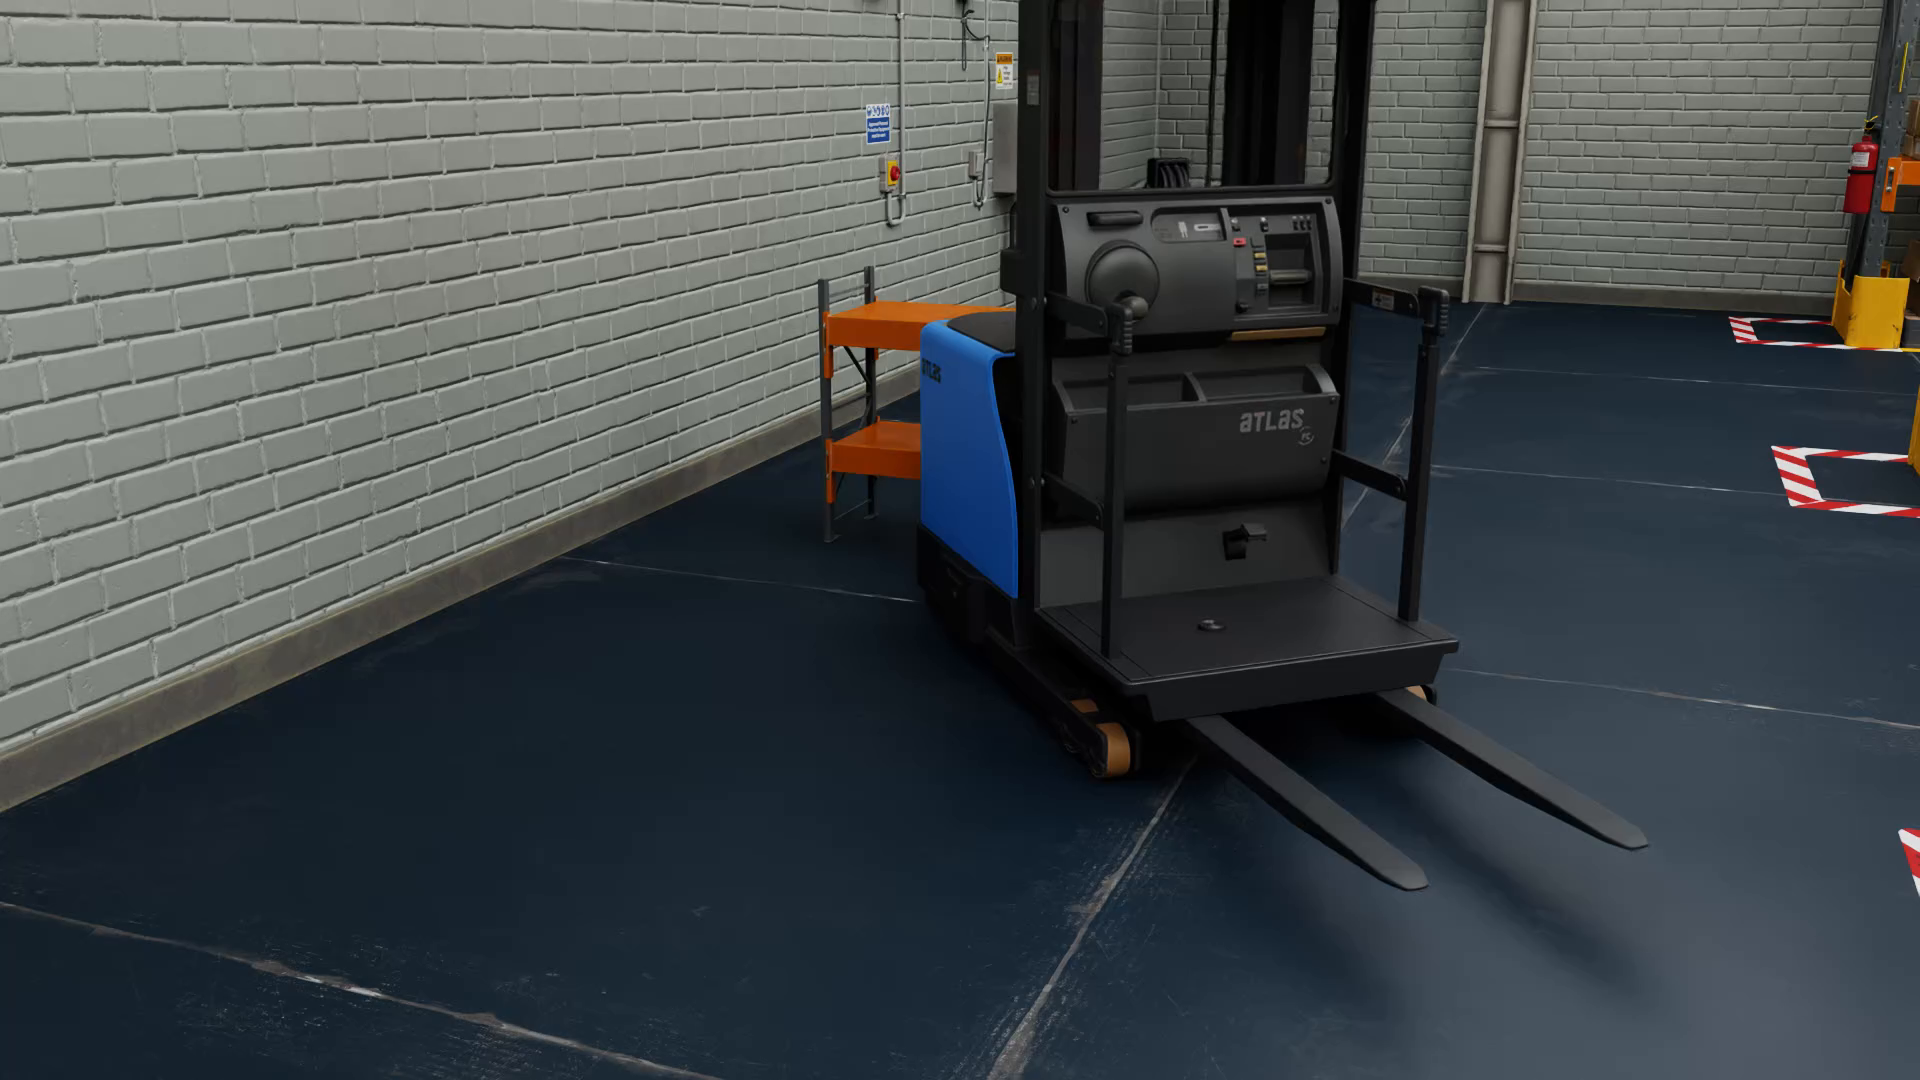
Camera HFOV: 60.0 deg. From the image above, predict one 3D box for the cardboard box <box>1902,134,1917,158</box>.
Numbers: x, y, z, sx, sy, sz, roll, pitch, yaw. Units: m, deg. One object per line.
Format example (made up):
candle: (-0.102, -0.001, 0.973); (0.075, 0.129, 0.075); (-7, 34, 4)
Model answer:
cardboard box: (7.087, -2.888, 12.193); (0.250, 0.149, 0.380); (6, 17, 20)

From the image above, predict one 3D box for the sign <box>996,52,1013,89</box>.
sign: (0.302, -3.190, 11.299); (0.001, 0.242, 0.339); (6, 17, 21)

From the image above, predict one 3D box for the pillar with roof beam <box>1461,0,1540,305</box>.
pillar with roof beam: (2.923, -5.247, 9.108); (0.400, 9.000, 9.100); (6, 17, 21)

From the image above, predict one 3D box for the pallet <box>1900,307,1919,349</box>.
pallet: (7.493, -1.545, 12.117); (1.213, 0.211, 1.003); (6, 17, 21)

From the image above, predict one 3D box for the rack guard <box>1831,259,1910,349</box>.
rack guard: (6.751, -1.765, 12.357); (0.348, 0.500, 1.175); (6, 17, 21)

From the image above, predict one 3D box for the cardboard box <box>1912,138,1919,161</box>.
cardboard box: (6.886, -2.748, 11.709); (0.250, 0.149, 0.380); (6, 17, 20)

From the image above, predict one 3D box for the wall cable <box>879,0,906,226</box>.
wall cable: (-0.391, -2.759, 9.419); (0.123, 1.953, 0.585); (6, 17, 21)

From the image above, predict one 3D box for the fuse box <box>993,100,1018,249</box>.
fuse box: (0.515, -2.167, 11.570); (0.414, 1.711, 0.539); (6, 17, 21)

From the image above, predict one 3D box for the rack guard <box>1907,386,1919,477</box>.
rack guard: (4.840, -0.487, 7.956); (0.348, 0.500, 1.175); (6, 17, 21)

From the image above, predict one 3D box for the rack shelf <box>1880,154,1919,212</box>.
rack shelf: (8.541, -2.423, 11.430); (4.000, 0.370, 1.077); (6, 17, 21)

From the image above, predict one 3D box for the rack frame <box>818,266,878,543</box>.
rack frame: (-0.479, -0.593, 7.198); (0.032, 1.125, 0.500); (6, 17, 21)

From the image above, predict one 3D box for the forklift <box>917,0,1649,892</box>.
forklift: (0.805, -0.845, 4.827); (1.130, 2.935, 3.031); (-6, 17, -19)

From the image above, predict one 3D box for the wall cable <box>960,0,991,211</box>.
wall cable: (0.118, -3.113, 10.695); (0.122, 1.984, 0.588); (6, 17, 21)

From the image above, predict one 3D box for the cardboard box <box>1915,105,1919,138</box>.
cardboard box: (7.004, -2.928, 11.614); (0.500, 0.250, 0.500); (6, 17, 21)

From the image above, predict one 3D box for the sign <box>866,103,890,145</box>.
sign: (-0.466, -2.380, 9.506); (0.001, 0.218, 0.327); (6, 17, 21)

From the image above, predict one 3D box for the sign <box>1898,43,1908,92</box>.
sign: (6.482, -3.248, 11.429); (0.005, 0.325, 0.100); (6, 17, 21)

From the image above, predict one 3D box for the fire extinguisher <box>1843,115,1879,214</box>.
fire extinguisher: (6.374, -2.652, 11.737); (0.183, 0.674, 0.296); (6, 17, 21)

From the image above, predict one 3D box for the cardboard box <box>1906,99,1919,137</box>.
cardboard box: (7.206, -3.066, 12.089); (0.500, 0.250, 0.500); (7, 18, 22)

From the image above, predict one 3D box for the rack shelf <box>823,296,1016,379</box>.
rack shelf: (-0.006, -0.822, 6.938); (1.000, 0.278, 0.538); (6, 17, 21)

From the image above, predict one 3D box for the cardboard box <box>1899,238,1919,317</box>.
cardboard box: (7.215, -1.889, 12.024); (0.637, 0.503, 0.797); (6, 17, 18)

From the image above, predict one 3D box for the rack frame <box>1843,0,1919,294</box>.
rack frame: (6.681, -2.973, 12.035); (0.127, 3.000, 1.000); (6, 17, 21)

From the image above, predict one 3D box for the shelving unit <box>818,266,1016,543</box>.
shelving unit: (-0.006, -0.541, 7.019); (1.048, 1.125, 0.538); (6, 17, 21)

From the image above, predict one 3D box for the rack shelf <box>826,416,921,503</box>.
rack shelf: (-0.006, -0.306, 7.087); (1.000, 0.278, 0.538); (6, 17, 21)
